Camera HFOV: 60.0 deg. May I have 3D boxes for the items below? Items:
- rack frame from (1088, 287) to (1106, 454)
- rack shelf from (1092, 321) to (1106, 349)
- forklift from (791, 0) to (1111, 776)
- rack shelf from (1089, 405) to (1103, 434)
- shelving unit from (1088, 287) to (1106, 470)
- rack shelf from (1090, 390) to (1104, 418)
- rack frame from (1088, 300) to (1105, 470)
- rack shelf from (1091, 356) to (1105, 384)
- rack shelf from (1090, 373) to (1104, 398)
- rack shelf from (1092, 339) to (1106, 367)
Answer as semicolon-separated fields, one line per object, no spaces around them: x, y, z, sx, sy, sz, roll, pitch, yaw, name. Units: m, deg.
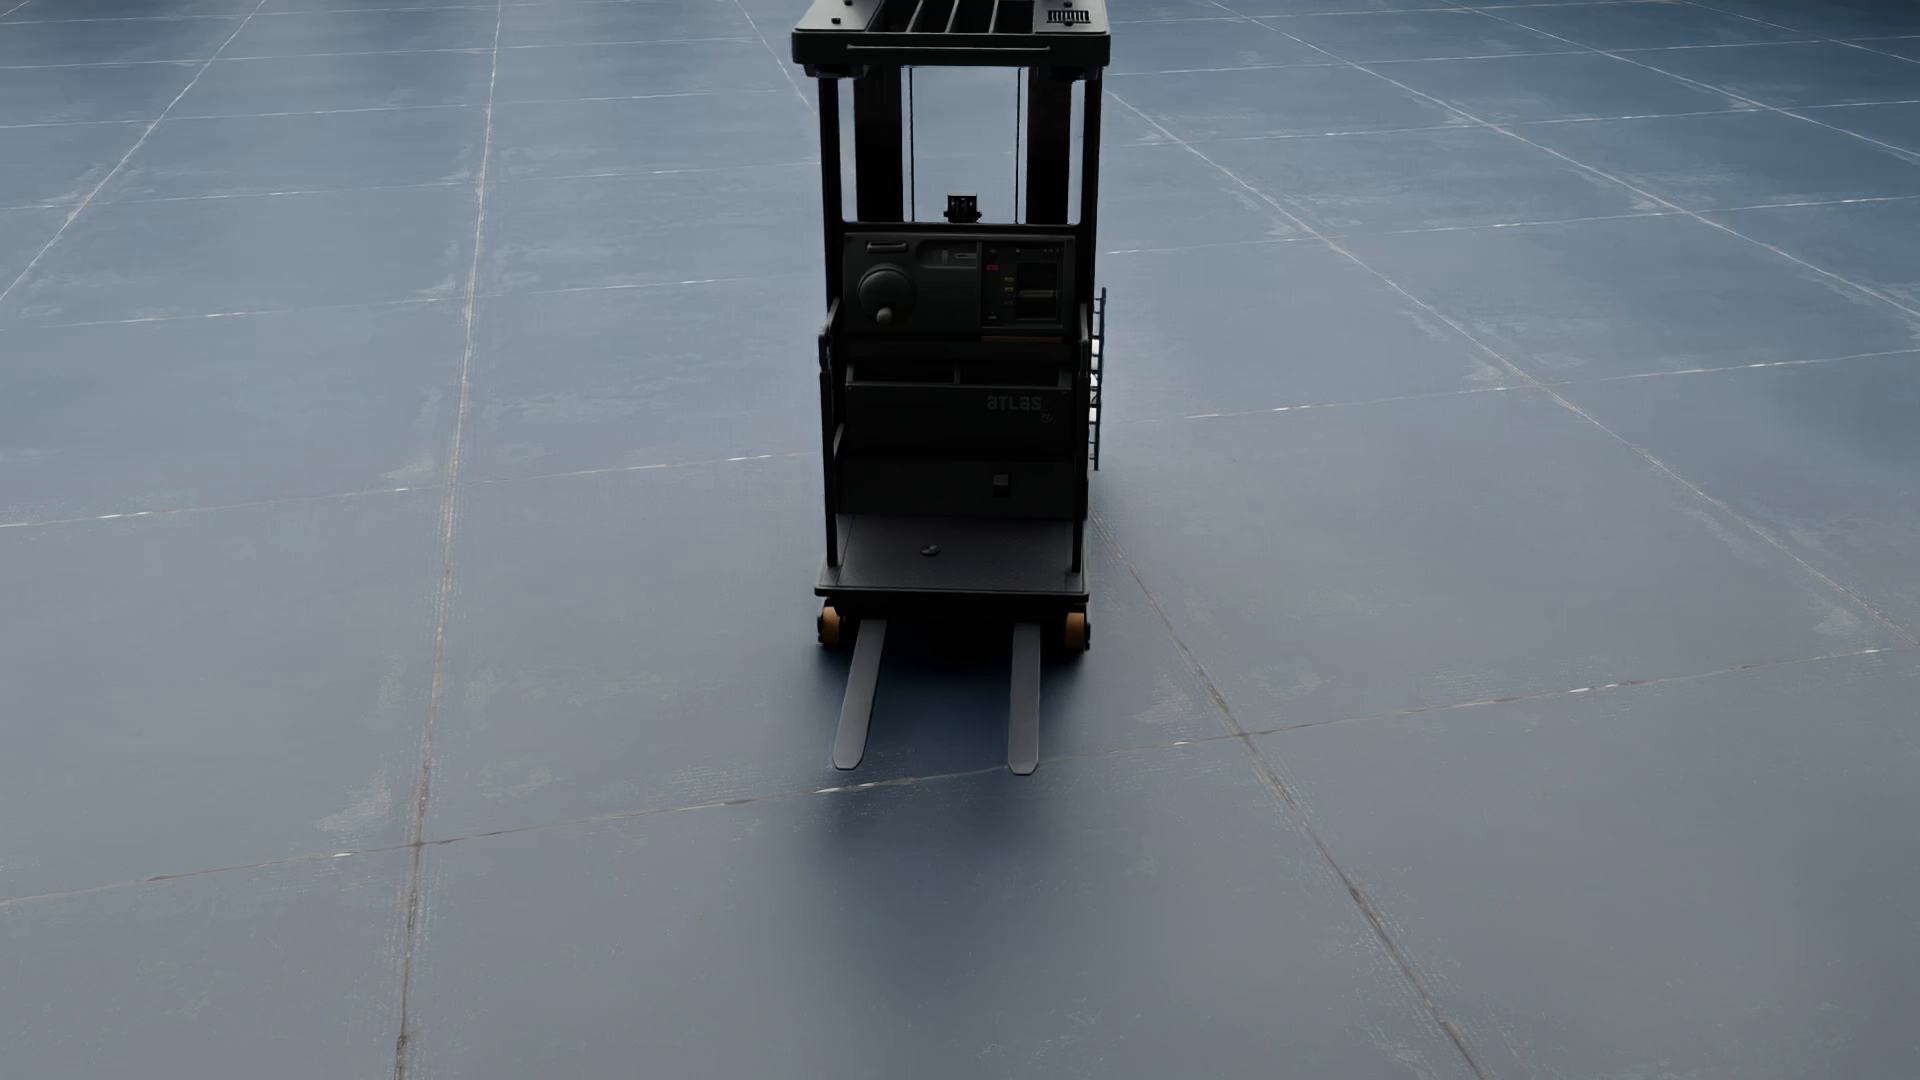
0.604;-0.854;8.442;0.240;0.900;0.006;3;27;6;rack frame
0.593;-1.019;8.246;0.258;0.077;0.200;3;27;6;rack shelf
-0.012;-0.999;6.476;1.130;2.935;3.031;1;27;3;forklift
0.593;-0.618;8.448;0.258;0.077;0.200;3;27;6;rack shelf
0.593;-0.808;8.352;0.258;0.900;0.210;3;27;6;shelving unit
0.593;-0.698;8.408;0.258;0.077;0.200;3;27;6;rack shelf
0.582;-0.763;8.262;0.240;0.900;0.006;3;27;6;rack frame
0.593;-0.859;8.327;0.258;0.077;0.200;3;27;6;rack shelf
0.593;-0.778;8.367;0.258;0.077;0.200;3;27;6;rack shelf
0.593;-0.939;8.286;0.258;0.077;0.200;3;27;6;rack shelf
